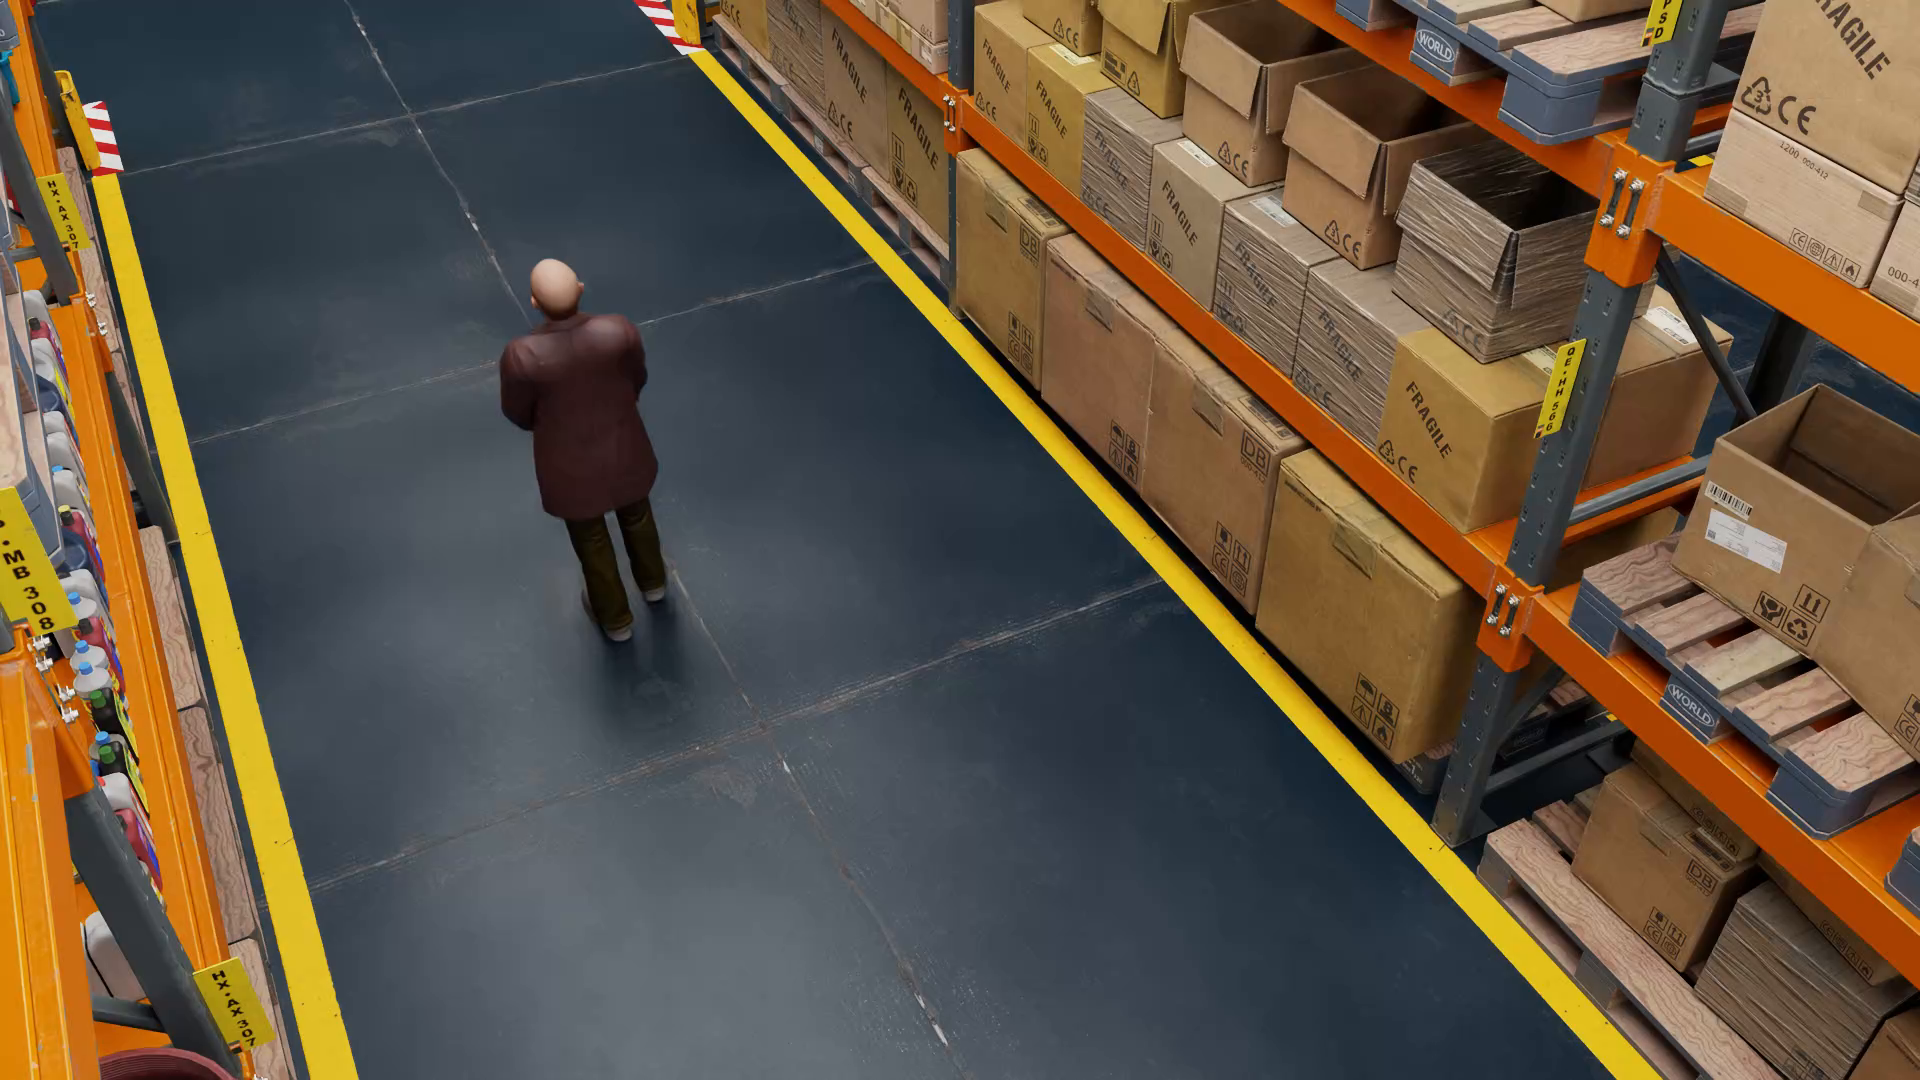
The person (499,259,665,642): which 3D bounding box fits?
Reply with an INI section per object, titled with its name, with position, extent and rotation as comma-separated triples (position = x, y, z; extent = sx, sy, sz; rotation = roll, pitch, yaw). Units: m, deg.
[person]
position = -1.512, -0.407, 6.630
extent = 0.571, 1.779, 0.547
rotation = -18, 44, -19
